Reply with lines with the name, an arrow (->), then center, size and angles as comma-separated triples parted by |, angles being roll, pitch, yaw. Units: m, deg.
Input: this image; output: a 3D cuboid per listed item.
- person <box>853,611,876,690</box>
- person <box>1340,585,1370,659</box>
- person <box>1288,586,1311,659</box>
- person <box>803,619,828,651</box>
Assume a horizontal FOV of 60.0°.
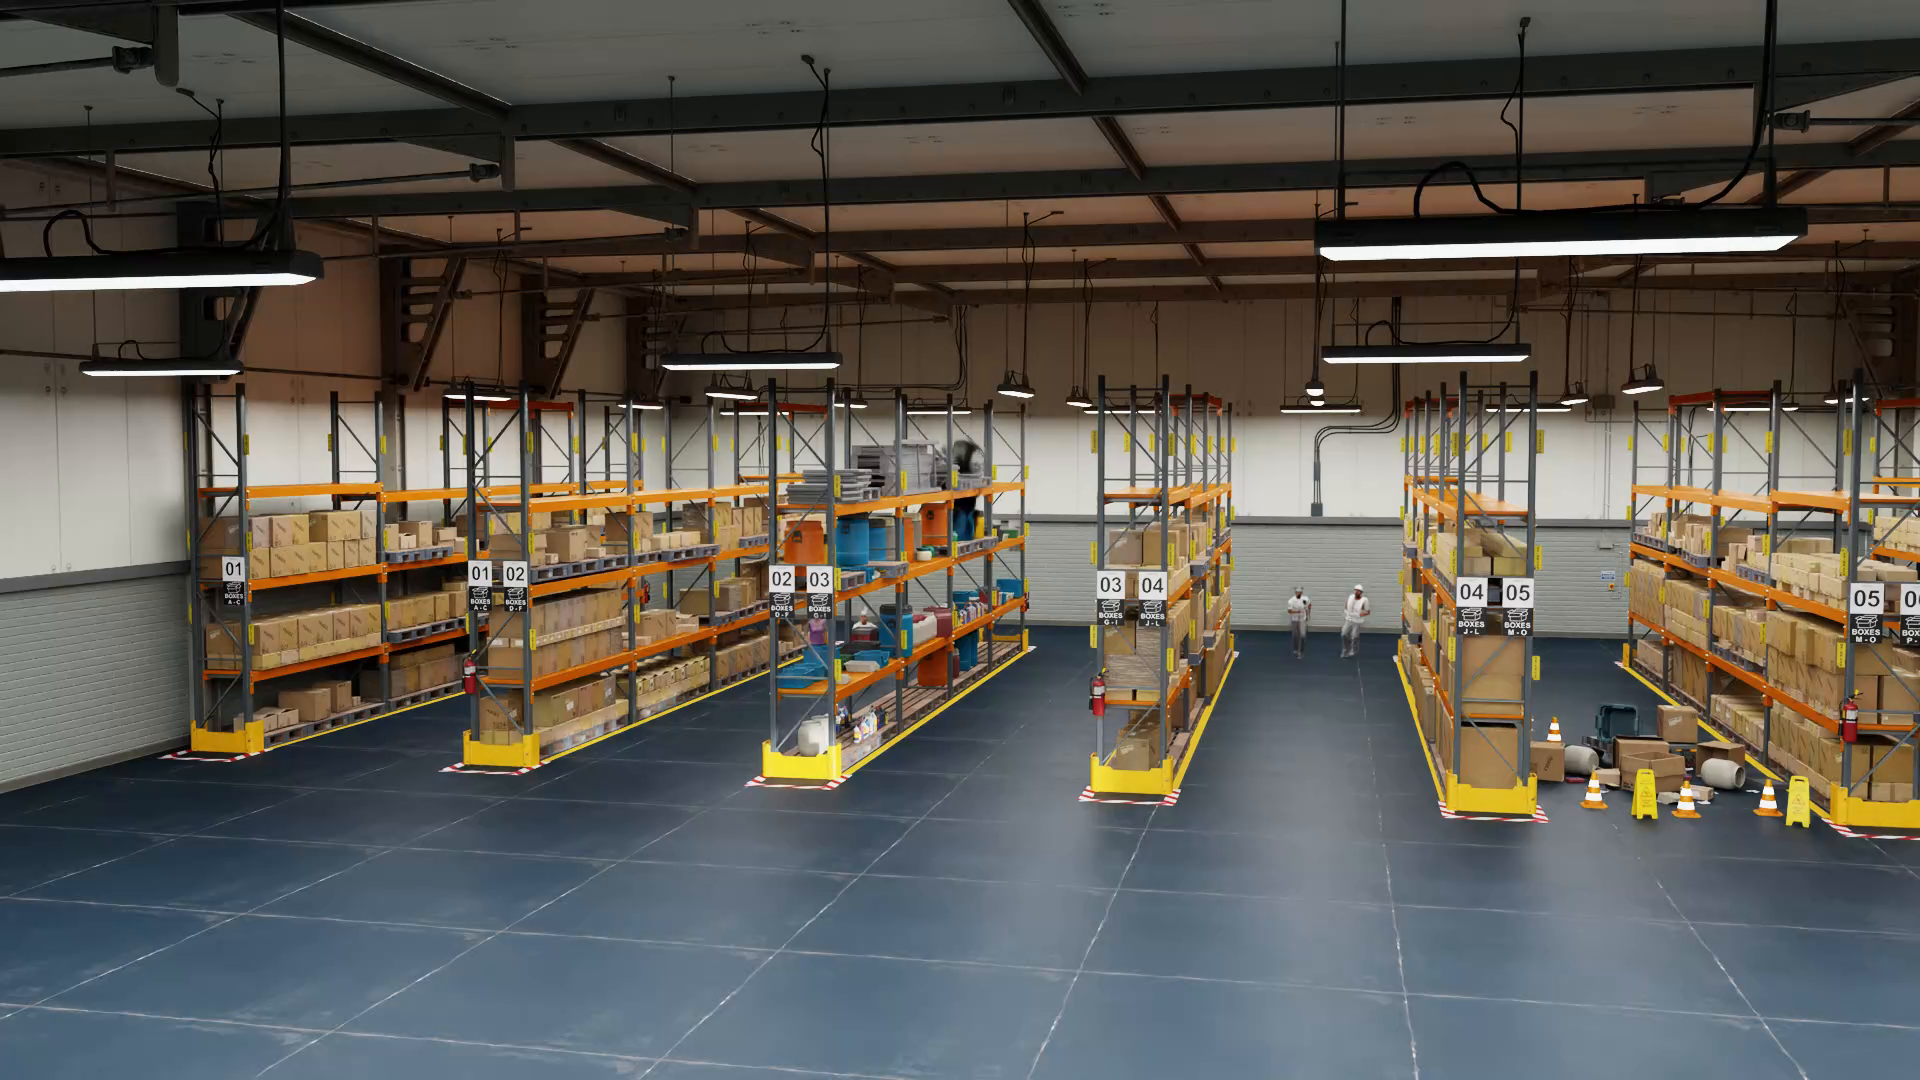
person -> -1.964, 2.250, 34.204 | 0.589, 1.609, 0.584 | 0, 3, 2
person -> 9.233, 1.915, 38.822 | 0.719, 1.765, 0.646 | 2, 4, 34
person -> 7.970, 1.944, 39.062 | 0.563, 1.757, 0.811 | 0, 3, 7
person -> -3.028, 2.227, 35.503 | 0.562, 1.540, 0.752 | -2, 4, -28
